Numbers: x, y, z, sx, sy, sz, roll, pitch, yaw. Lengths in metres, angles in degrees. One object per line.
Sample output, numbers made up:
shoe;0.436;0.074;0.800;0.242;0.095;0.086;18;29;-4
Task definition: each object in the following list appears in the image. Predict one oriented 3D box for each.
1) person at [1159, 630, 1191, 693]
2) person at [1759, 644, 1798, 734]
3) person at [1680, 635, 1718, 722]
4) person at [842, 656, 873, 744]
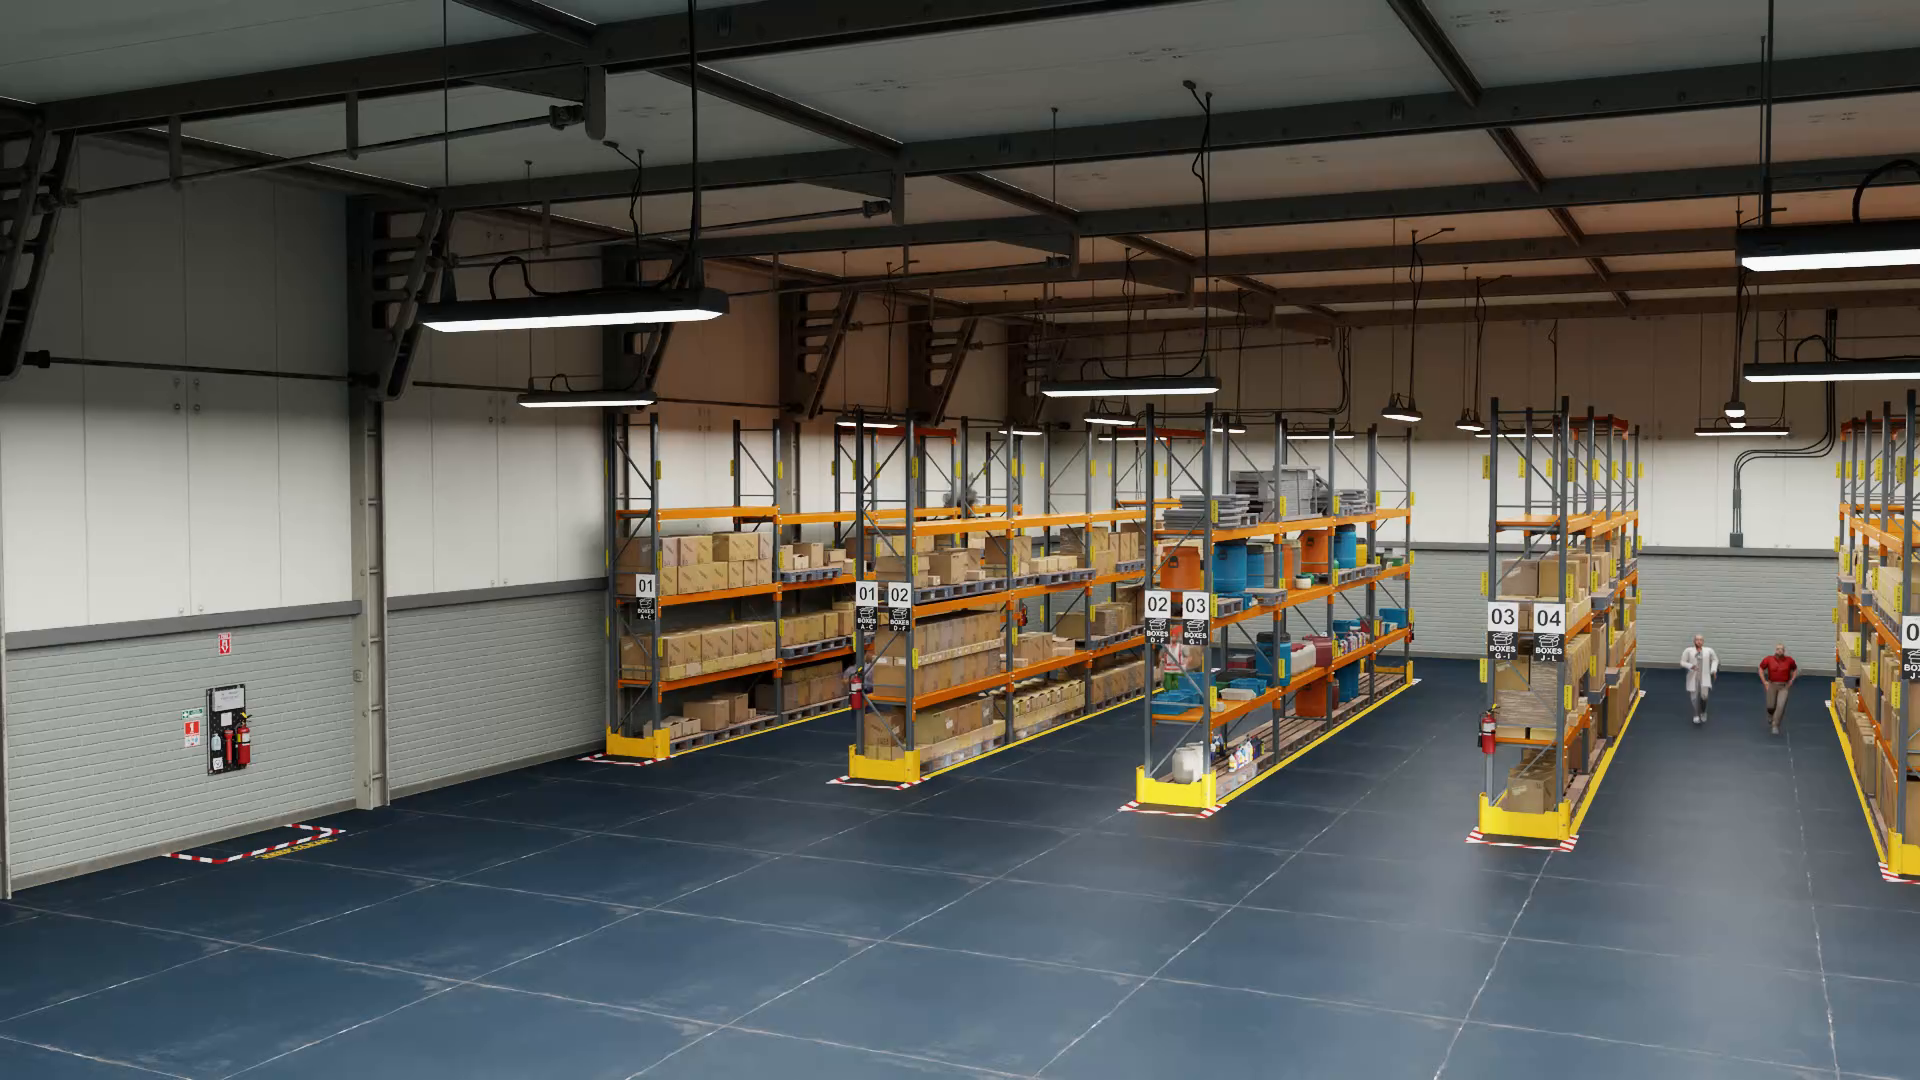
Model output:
person;4.323;2.697;33.724;0.643;1.741;0.581;1;3;19
person;15.681;2.833;31.871;0.684;1.692;0.657;1;3;21
person;14.567;2.741;32.776;0.687;1.741;0.693;1;3;23
person;-1.838;2.875;30.533;0.637;1.638;0.907;0;2;7
